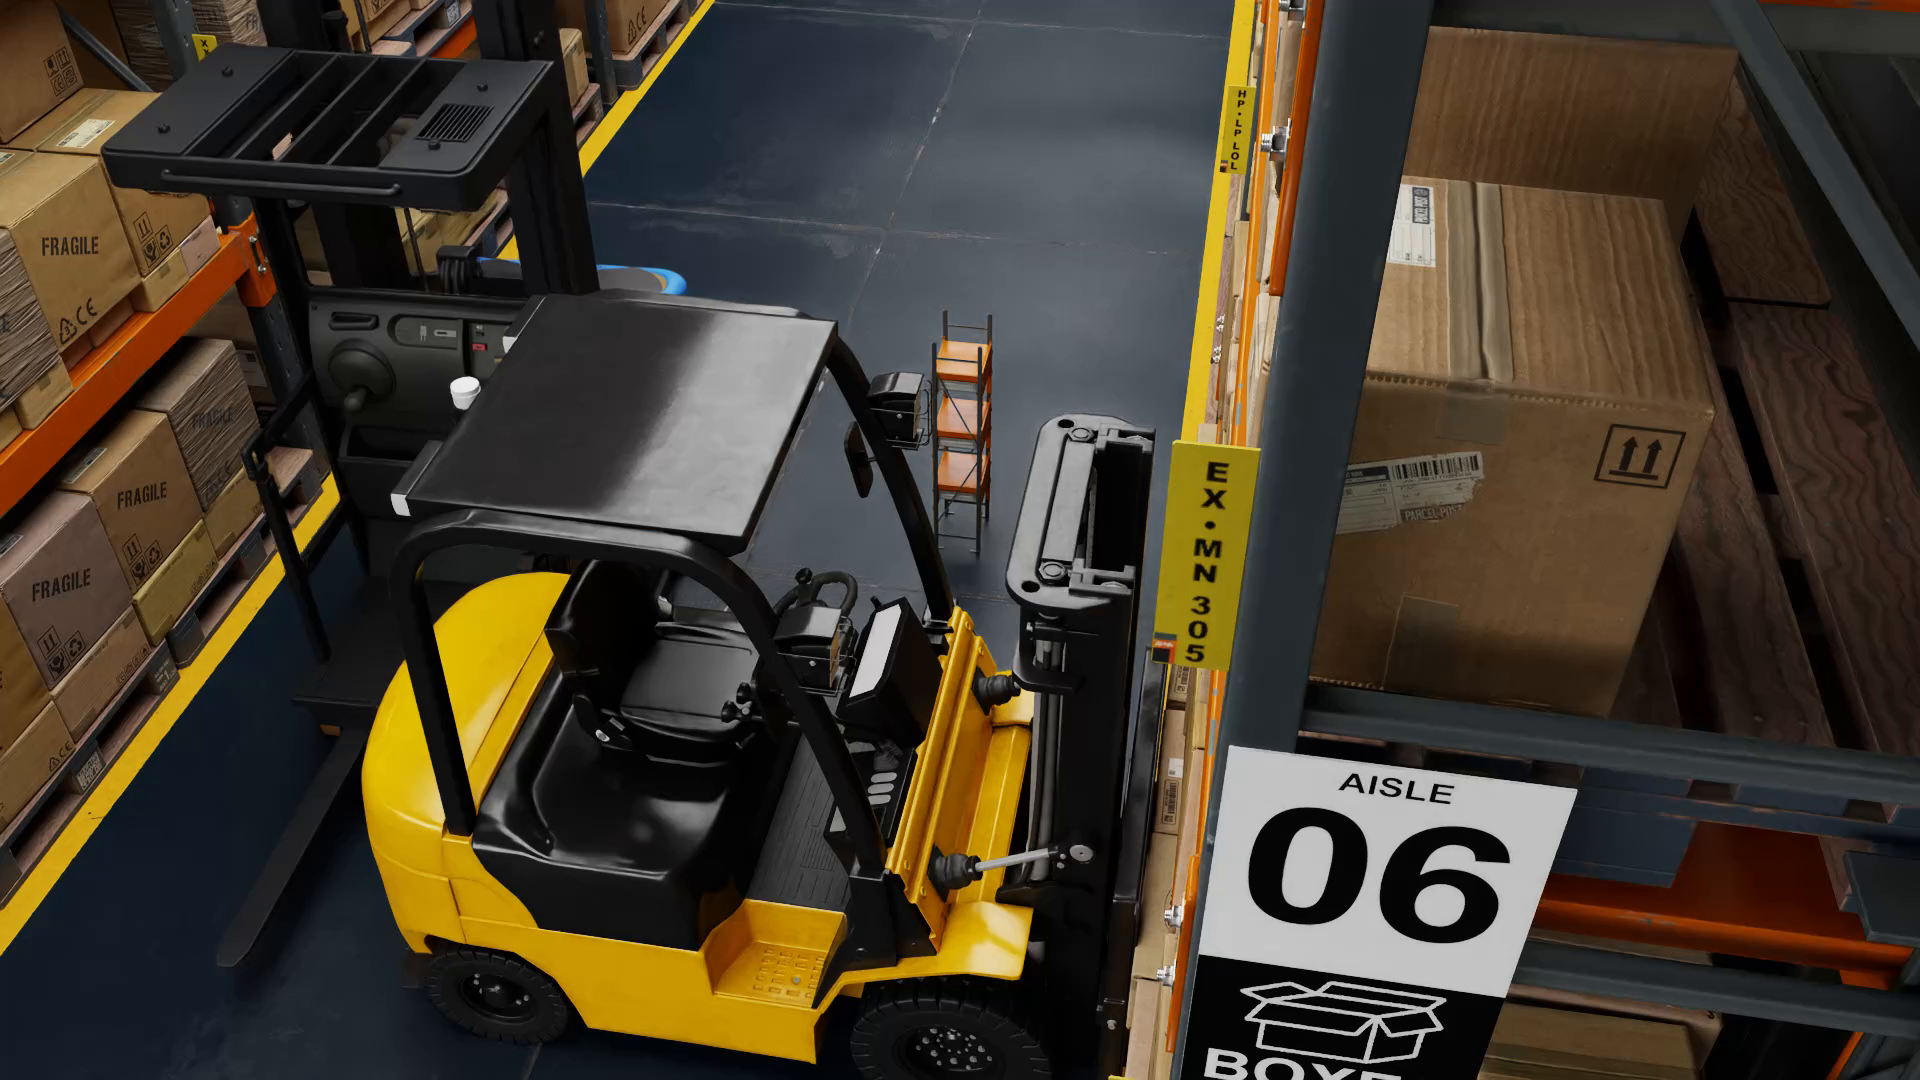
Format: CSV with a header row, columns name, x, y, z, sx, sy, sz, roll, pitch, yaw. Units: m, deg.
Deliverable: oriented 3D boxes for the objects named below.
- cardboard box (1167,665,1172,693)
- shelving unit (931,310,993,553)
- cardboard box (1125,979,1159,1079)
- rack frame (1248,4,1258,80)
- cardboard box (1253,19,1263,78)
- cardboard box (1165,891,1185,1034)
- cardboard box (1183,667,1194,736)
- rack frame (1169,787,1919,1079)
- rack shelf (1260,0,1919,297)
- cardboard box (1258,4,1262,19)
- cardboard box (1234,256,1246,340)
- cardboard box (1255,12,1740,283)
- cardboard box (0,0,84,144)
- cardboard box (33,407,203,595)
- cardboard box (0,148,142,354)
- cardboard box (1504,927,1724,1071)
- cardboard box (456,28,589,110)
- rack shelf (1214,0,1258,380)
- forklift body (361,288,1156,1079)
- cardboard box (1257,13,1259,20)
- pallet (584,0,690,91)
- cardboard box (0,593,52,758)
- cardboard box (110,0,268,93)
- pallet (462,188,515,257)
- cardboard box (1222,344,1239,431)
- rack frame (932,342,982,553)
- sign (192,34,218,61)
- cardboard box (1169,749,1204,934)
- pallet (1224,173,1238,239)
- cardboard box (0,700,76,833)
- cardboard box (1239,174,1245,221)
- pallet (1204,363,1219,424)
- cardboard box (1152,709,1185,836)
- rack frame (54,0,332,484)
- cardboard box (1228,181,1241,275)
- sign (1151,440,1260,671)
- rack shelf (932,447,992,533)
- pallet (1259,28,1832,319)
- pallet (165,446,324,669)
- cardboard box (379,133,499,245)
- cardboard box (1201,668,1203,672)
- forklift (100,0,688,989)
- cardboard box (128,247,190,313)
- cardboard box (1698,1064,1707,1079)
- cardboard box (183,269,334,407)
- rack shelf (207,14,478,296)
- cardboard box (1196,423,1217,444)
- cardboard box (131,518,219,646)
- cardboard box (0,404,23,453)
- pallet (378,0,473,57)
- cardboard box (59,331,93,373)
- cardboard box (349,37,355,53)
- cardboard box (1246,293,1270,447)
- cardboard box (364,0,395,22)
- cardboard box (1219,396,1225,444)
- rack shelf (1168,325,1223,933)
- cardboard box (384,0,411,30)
name,x,y,z,sx,sy,sz,roll,pitch,yaw
cardboard box,0.930,0.655,5.540,0.500,0.250,0.500,6,40,7
shelving unit,0.009,-0.438,6.956,0.215,1.050,0.252,6,40,8
cardboard box,0.665,1.428,4.212,0.500,0.250,0.500,7,40,8
rack frame,2.194,-3.461,9.082,1.000,3.000,0.127,6,40,8
cardboard box,1.378,-1.969,6.690,0.380,0.149,0.250,5,40,6
cardboard box,0.609,0.859,3.269,0.380,0.149,0.250,7,40,8
cardboard box,0.900,0.221,4.551,0.500,0.500,0.500,7,40,8
rack frame,0.810,1.560,3.009,1.000,3.000,0.127,6,40,8
rack shelf,1.156,-1.576,2.972,1.077,0.370,4.000,6,40,8
cardboard box,1.511,-2.065,7.120,0.500,0.250,0.500,7,40,9
cardboard box,1.017,-0.701,4.923,0.380,0.149,0.250,7,40,9
cardboard box,0.922,-0.771,2.988,0.700,0.500,0.500,7,40,8
cardboard box,-3.677,-1.782,5.954,0.700,0.500,0.500,6,40,7
cardboard box,-3.312,-0.166,6.337,0.500,0.500,0.500,7,40,8
cardboard box,-3.302,-1.018,5.816,0.500,0.500,0.500,8,40,9
cardboard box,1.186,0.810,3.096,0.380,0.149,0.250,8,40,9
cardboard box,-2.803,-2.801,10.017,0.950,0.372,0.625,4,40,5
rack shelf,1.848,-1.928,7.793,1.077,0.370,4.000,6,40,8
forklift body,-0.659,0.496,4.962,2.313,2.155,1.214,6,40,8
cardboard box,1.702,-2.512,8.052,0.500,0.250,0.500,5,40,6
pallet,-2.485,-3.418,11.218,1.003,0.211,1.213,6,40,8
cardboard box,-3.483,0.491,5.542,0.500,0.500,0.500,7,40,9
cardboard box,-3.024,-2.073,6.762,0.500,0.500,0.500,7,40,9
pallet,-3.046,-1.677,9.113,1.003,0.211,1.213,6,40,8
cardboard box,0.964,-0.428,4.825,0.380,0.149,0.250,6,40,7
rack frame,-0.012,-0.362,6.863,0.200,1.050,0.008,6,40,8
sign,-2.852,-1.774,6.362,0.100,0.325,0.005,6,40,8
cardboard box,0.735,0.859,3.779,0.500,0.500,0.500,8,40,9
pallet,2.013,-1.874,9.351,1.003,0.211,1.213,6,40,8
cardboard box,-3.490,0.774,5.788,0.500,0.250,0.500,9,40,11
cardboard box,1.335,-1.422,6.341,0.500,0.250,0.500,6,40,7
pallet,1.591,-0.342,7.498,1.003,0.211,1.213,6,40,8
cardboard box,0.837,0.793,4.980,0.500,0.250,0.500,6,40,7
rack frame,-3.388,-1.495,6.705,1.000,3.000,0.127,6,40,8
cardboard box,1.331,-1.238,6.511,0.500,0.250,0.500,7,40,9
sign,0.278,0.025,1.879,0.100,0.325,0.005,6,40,8
rack shelf,0.009,-0.216,7.140,0.215,0.259,0.240,6,40,8
pallet,1.166,-0.771,3.544,1.003,0.211,1.213,6,40,8
pallet,-3.469,0.005,7.079,1.003,0.211,1.213,6,40,8
cardboard box,-3.060,-1.862,8.881,0.950,0.372,0.625,8,40,9
cardboard box,0.792,0.215,4.048,0.380,0.149,0.250,7,40,8
forklift,-1.828,-0.539,5.602,1.130,2.935,3.031,5,40,6
cardboard box,-3.179,-1.006,6.310,0.380,0.149,0.250,7,40,9
cardboard box,1.169,1.241,3.316,0.500,0.500,0.500,8,40,9
cardboard box,-3.299,-0.974,7.807,0.950,0.372,0.625,7,40,8
rack shelf,-3.042,-2.473,8.452,1.077,0.370,4.000,6,40,8
cardboard box,1.109,-0.169,6.144,0.500,0.250,0.500,6,40,7
cardboard box,-3.308,0.138,6.557,0.500,0.250,0.500,5,40,6
cardboard box,-3.389,-0.368,5.538,0.380,0.149,0.250,6,40,7
pallet,-2.998,-2.685,8.294,1.003,0.211,1.213,6,40,8
cardboard box,-3.358,-0.696,5.935,0.380,0.149,0.250,6,40,7
cardboard box,-2.955,-2.215,7.442,0.380,0.149,0.250,9,40,11
cardboard box,0.654,-0.253,2.637,0.380,0.149,0.250,5,40,6
cardboard box,-2.839,-2.696,7.516,0.500,0.500,0.500,6,40,7
cardboard box,1.094,-0.411,5.314,0.500,0.500,0.500,7,40,8
rack shelf,1.156,0.582,4.757,1.077,0.370,4.000,6,40,8
cardboard box,-2.825,-2.526,7.819,0.380,0.149,0.250,7,40,8
